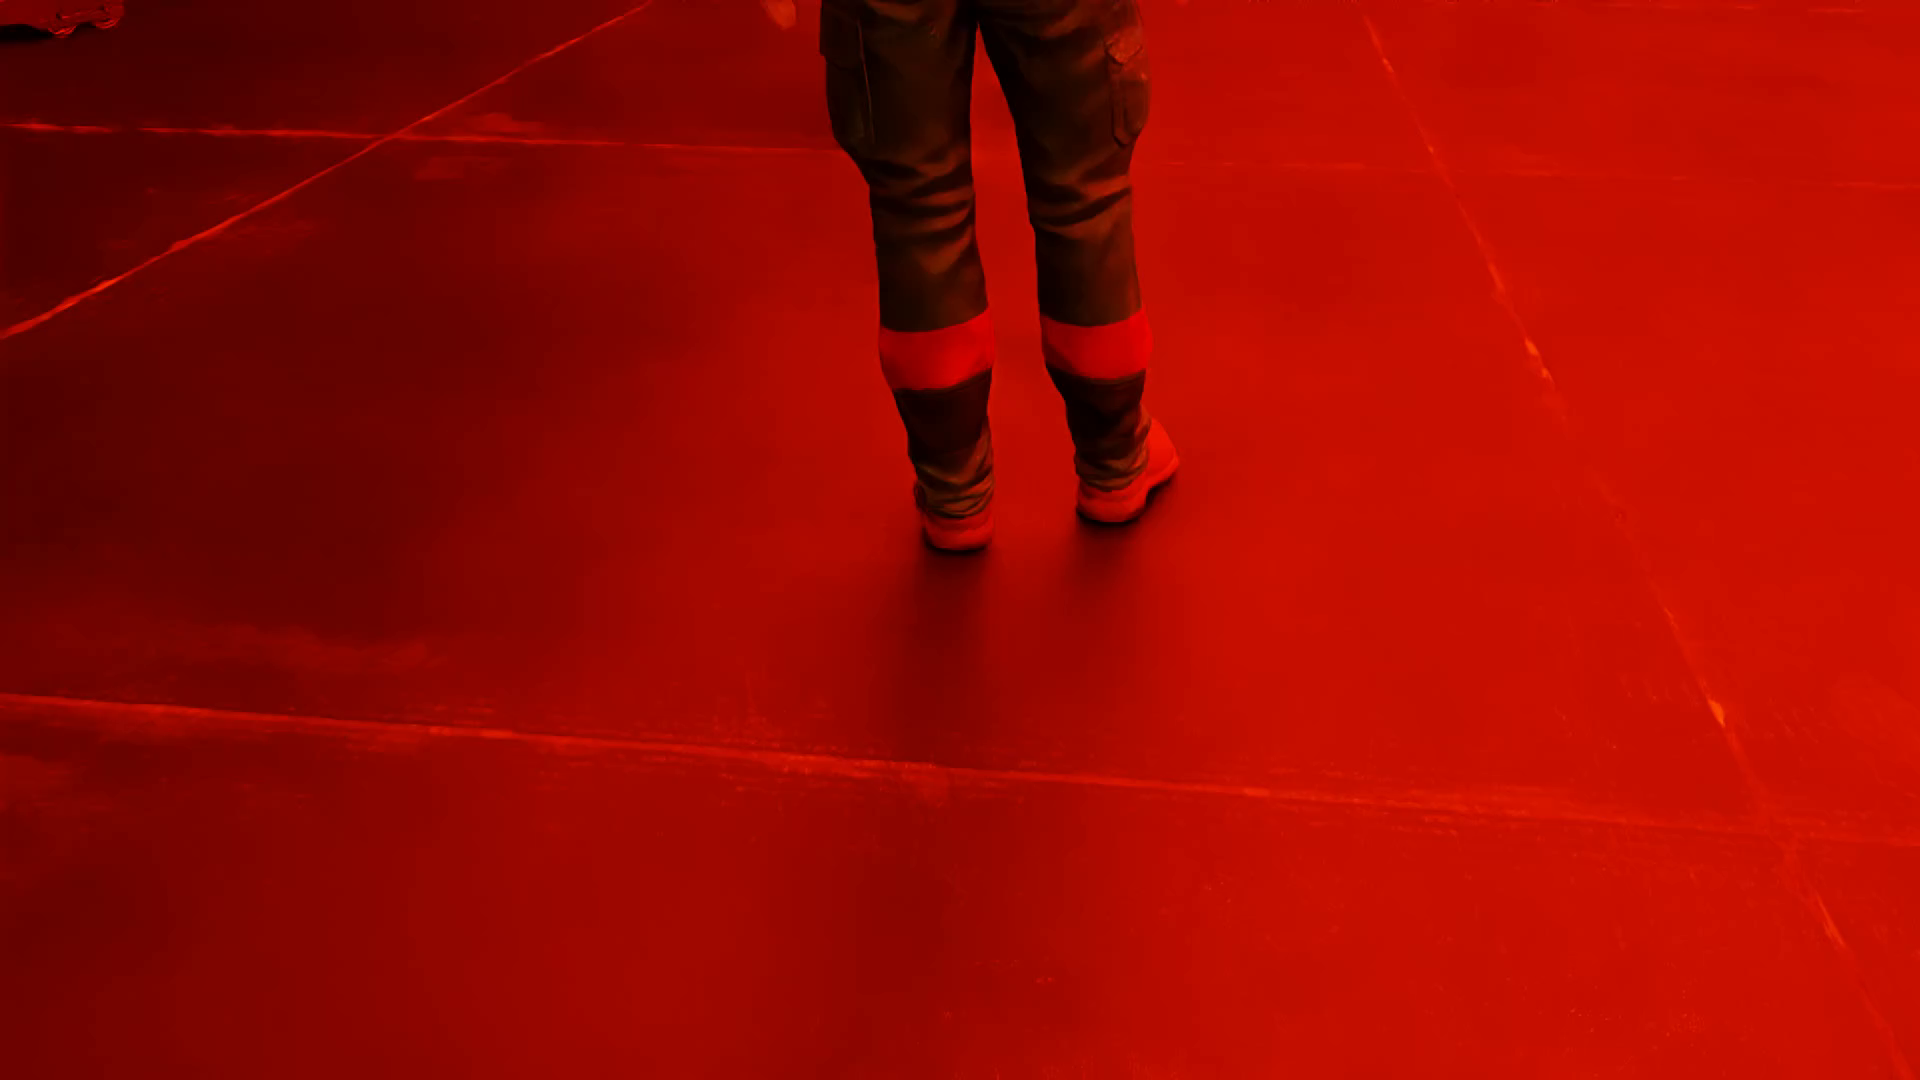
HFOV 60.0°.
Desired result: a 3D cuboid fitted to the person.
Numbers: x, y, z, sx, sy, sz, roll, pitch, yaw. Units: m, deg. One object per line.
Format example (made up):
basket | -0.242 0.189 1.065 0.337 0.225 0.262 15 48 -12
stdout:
person | 0.022 -0.842 2.167 0.637 1.787 0.563 3 27 7
